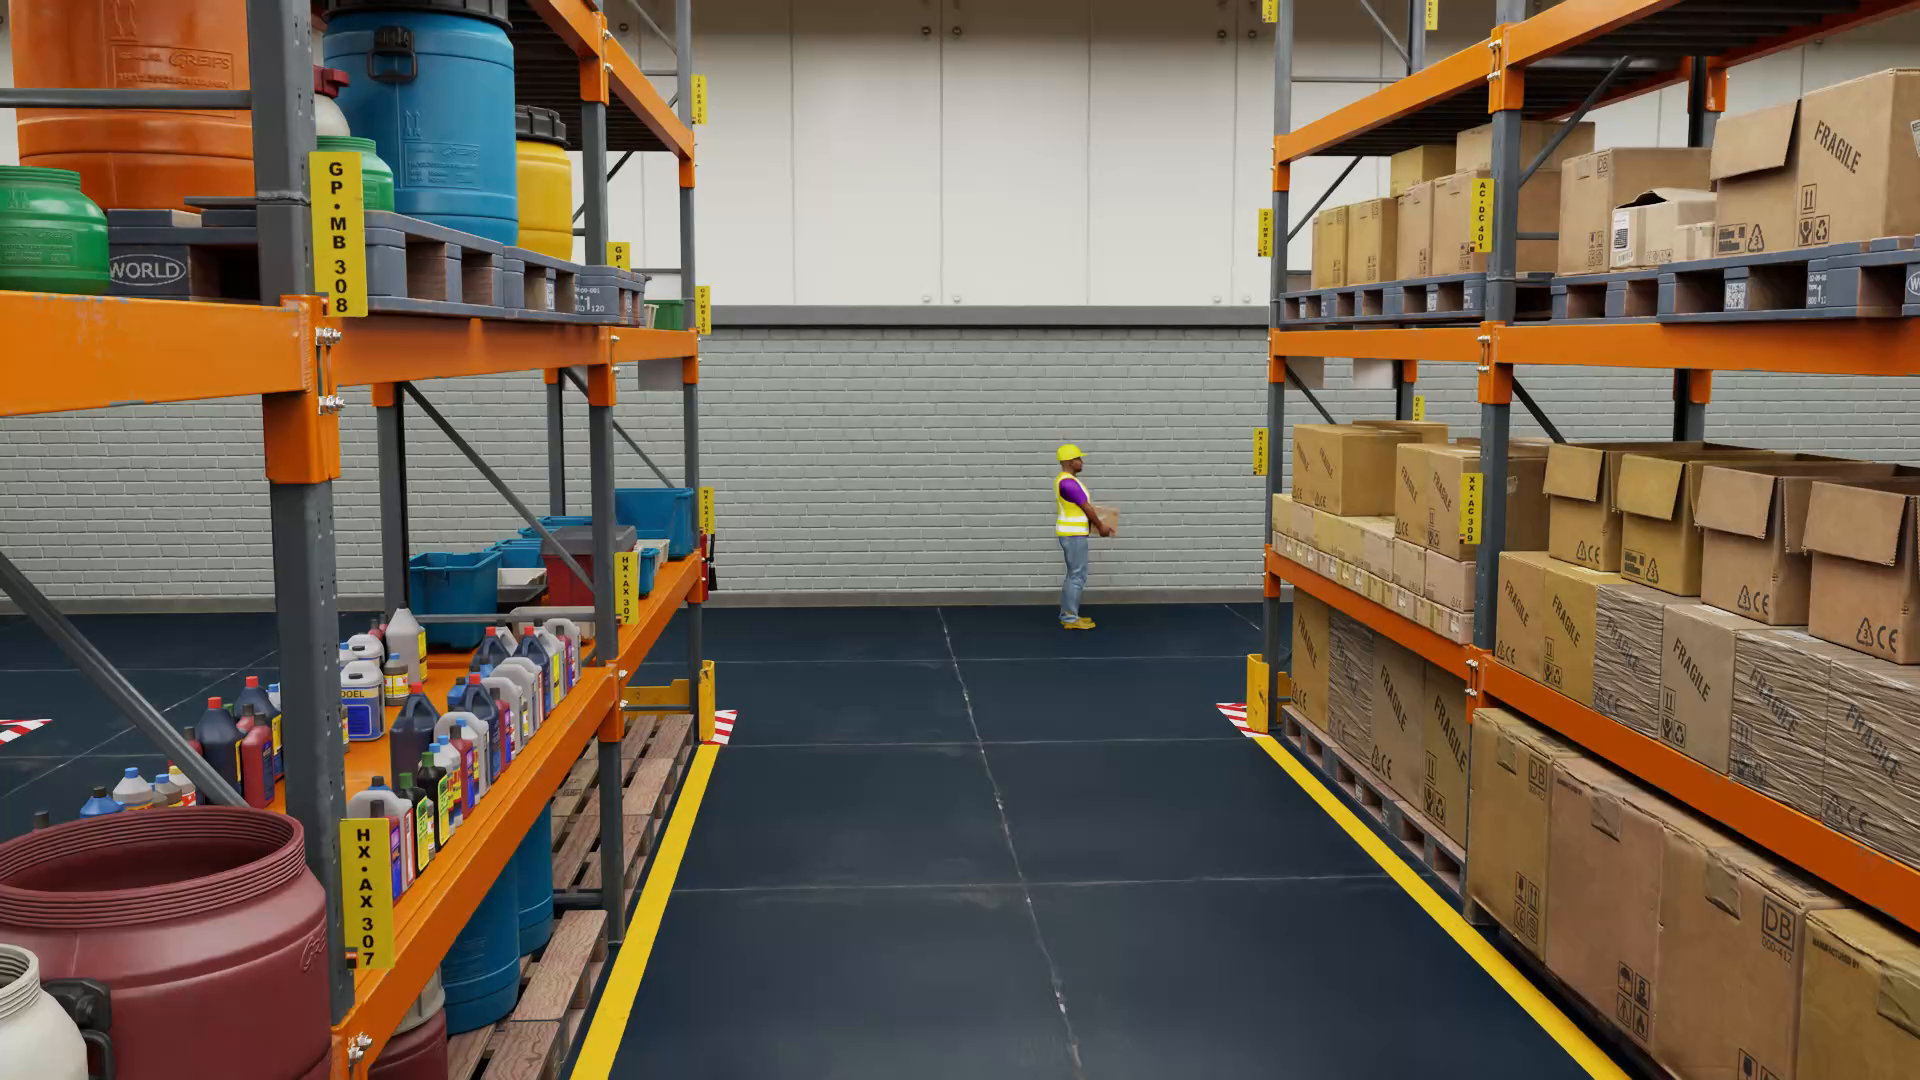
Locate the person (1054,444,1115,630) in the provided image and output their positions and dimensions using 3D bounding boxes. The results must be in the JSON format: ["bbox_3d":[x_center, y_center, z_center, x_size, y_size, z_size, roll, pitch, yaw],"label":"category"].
[{"bbox_3d":[1.188,-0.039,15.988,0.572,1.761,0.504,0,7,-3],"label":"person"}]
